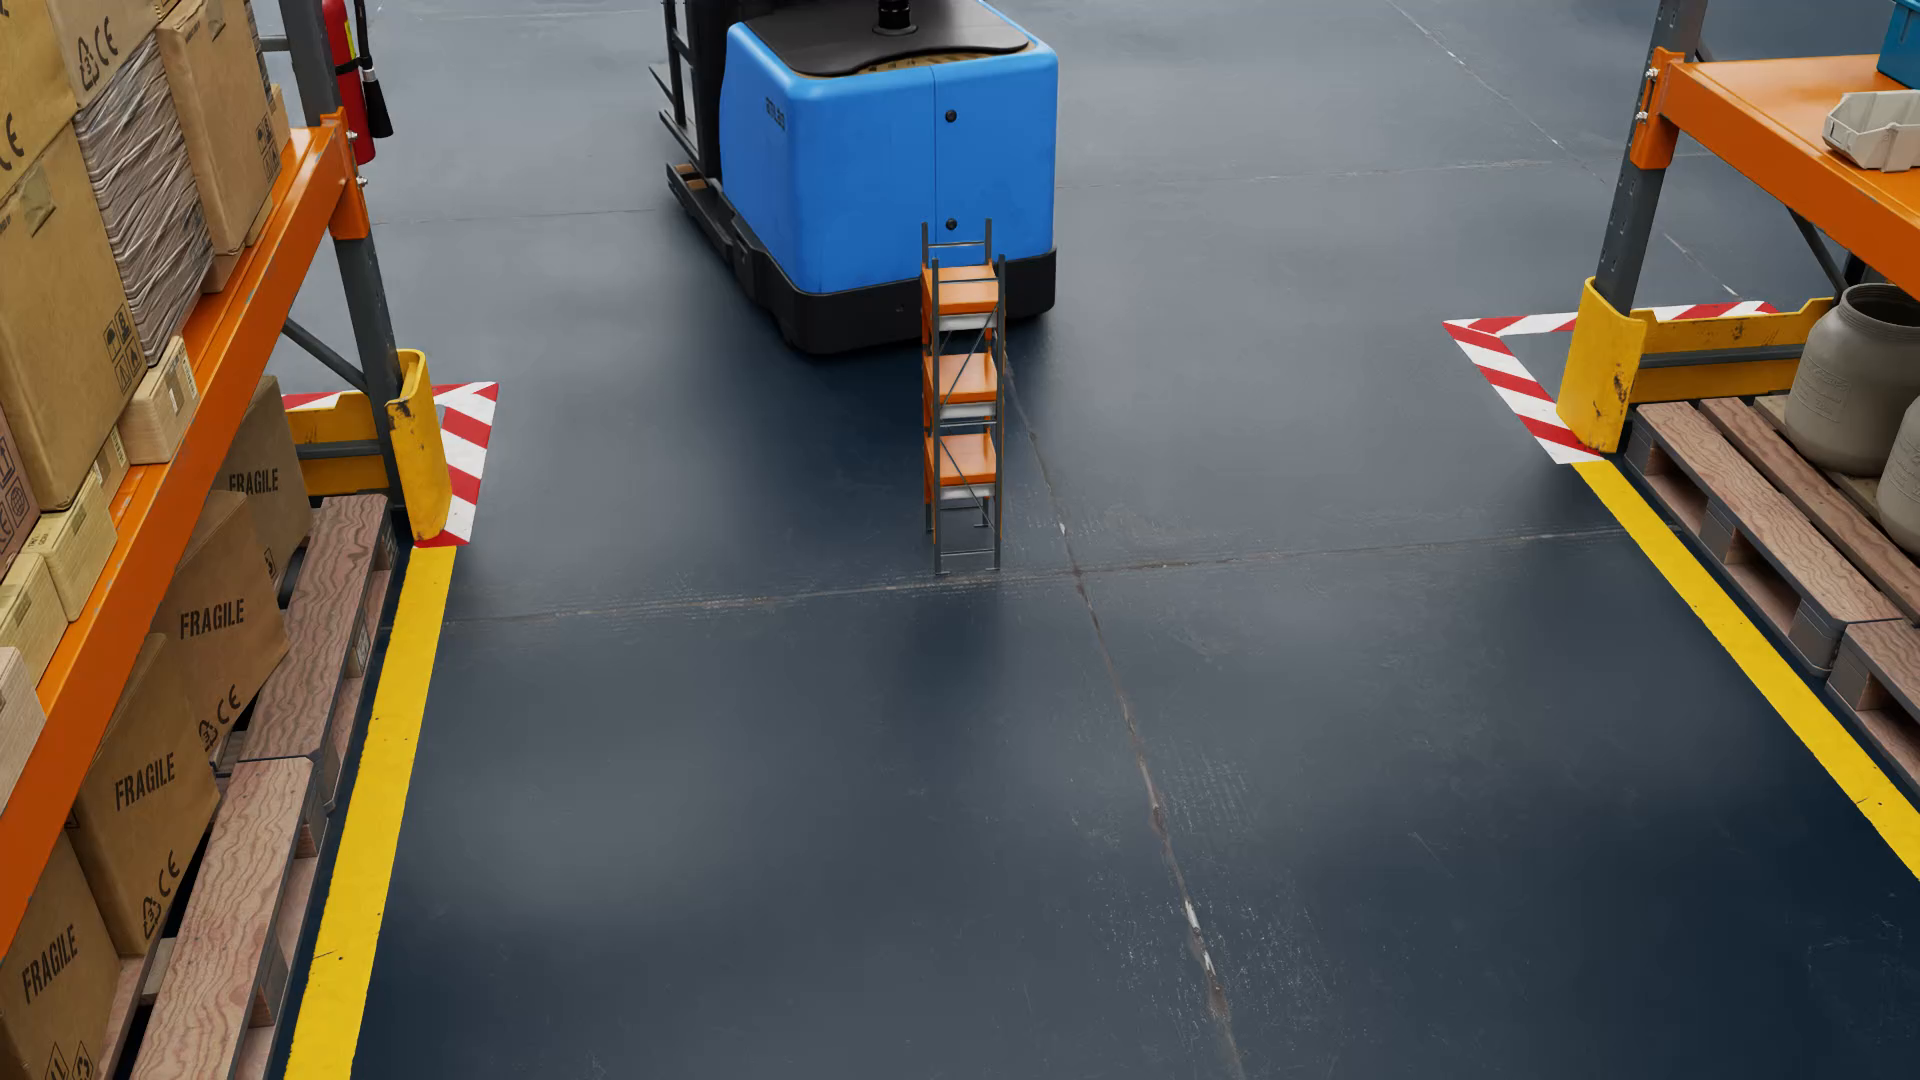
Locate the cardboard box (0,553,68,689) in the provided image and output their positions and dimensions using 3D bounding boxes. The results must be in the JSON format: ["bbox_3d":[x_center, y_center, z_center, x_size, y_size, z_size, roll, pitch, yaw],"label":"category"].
[{"bbox_3d":[-1.635,0.162,2.572,0.380,0.149,0.250,-4,35,-6],"label":"cardboard box"}]

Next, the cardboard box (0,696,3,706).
[{"bbox_3d":[-1.743,0.195,1.948,0.875,0.500,0.500,-4,35,-6],"label":"cardboard box"}]

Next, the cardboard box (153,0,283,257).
[{"bbox_3d":[-2.017,-0.921,3.585,0.875,0.500,0.500,-4,35,-6],"label":"cardboard box"}]

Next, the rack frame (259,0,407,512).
[{"bbox_3d":[-2.250,-1.336,4.547,1.000,3.000,0.127,-4,35,-6],"label":"rack frame"}]

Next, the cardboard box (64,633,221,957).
[{"bbox_3d":[-2.002,0.555,3.619,0.500,0.500,0.500,-1,34,-2],"label":"cardboard box"}]

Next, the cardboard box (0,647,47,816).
[{"bbox_3d":[-1.560,0.298,2.372,0.380,0.149,0.250,-4,35,-6],"label":"cardboard box"}]

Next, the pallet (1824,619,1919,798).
[{"bbox_3d":[2.980,0.613,4.163,1.003,0.211,1.213,-4,35,-6],"label":"pallet"}]

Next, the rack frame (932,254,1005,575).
[{"bbox_3d":[0.024,-0.336,4.811,0.200,1.050,0.008,-4,35,-6],"label":"rack frame"}]

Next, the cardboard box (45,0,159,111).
[{"bbox_3d":[-1.793,-1.067,2.912,0.500,0.500,0.500,-4,35,-6],"label":"cardboard box"}]

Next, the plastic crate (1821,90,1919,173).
[{"bbox_3d":[2.460,-1.078,4.403,0.298,0.136,0.250,-4,35,-6],"label":"plastic crate"}]

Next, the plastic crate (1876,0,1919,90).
[{"bbox_3d":[3.022,-1.393,4.762,0.499,0.251,0.616,-4,35,-6],"label":"plastic crate"}]

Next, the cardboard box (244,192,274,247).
[{"bbox_3d":[-1.889,-0.813,4.003,0.380,0.149,0.250,-4,35,-6],"label":"cardboard box"}]

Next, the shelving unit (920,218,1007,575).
[{"bbox_3d":[0.007,-0.404,4.911,0.215,1.050,0.252,-4,35,-6],"label":"shelving unit"}]

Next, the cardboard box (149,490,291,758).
[{"bbox_3d":[-2.068,0.204,4.133,0.500,0.500,0.500,4,35,6],"label":"cardboard box"}]

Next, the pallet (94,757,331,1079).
[{"bbox_3d":[-2.004,0.994,3.604,1.003,0.211,1.213,-4,35,-6],"label":"pallet"}]

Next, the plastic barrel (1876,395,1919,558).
[{"bbox_3d":[2.890,-0.215,4.738,0.421,0.512,0.421,0,34,0],"label":"plastic barrel"}]

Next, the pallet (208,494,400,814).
[{"bbox_3d":[-2.165,0.315,4.600,1.003,0.211,1.213,-4,35,-6],"label":"pallet"}]

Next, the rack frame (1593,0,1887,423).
[{"bbox_3d":[2.658,-1.711,5.097,1.000,3.000,0.127,-4,35,-6],"label":"rack frame"}]

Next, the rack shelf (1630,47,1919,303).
[{"bbox_3d":[2.927,-0.298,3.662,1.077,0.370,4.000,-4,35,-6],"label":"rack shelf"}]

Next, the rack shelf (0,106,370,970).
[{"bbox_3d":[-1.981,0.078,3.111,1.077,0.370,4.000,-4,35,-6],"label":"rack shelf"}]

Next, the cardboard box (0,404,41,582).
[{"bbox_3d":[-1.910,-0.077,2.346,0.875,0.500,0.500,-4,35,-6],"label":"cardboard box"}]

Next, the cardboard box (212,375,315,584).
[{"bbox_3d":[-2.182,-0.127,4.619,0.500,0.500,0.500,2,34,2],"label":"cardboard box"}]

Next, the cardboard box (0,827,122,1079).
[{"bbox_3d":[-1.972,0.870,3.157,0.500,0.500,0.500,-7,35,-11],"label":"cardboard box"}]

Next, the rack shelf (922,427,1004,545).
[{"bbox_3d":[0.007,-0.166,5.073,0.215,0.259,0.240,-4,35,-6],"label":"rack shelf"}]

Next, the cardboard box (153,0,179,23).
[{"bbox_3d":[-1.858,-1.346,3.321,0.500,0.500,0.500,-4,35,-6],"label":"cardboard box"}]

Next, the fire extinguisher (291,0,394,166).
[{"bbox_3d":[-1.808,-1.403,4.713,0.296,0.674,0.183,-4,35,-6],"label":"fire extinguisher"}]

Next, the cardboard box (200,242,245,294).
[{"bbox_3d":[-1.871,-0.673,3.797,0.380,0.149,0.250,-4,35,-6],"label":"cardboard box"}]

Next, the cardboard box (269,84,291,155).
[{"bbox_3d":[-2.007,-1.089,4.407,0.380,0.149,0.250,-4,35,-6],"label":"cardboard box"}]

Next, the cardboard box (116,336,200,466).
[{"bbox_3d":[-1.701,-0.259,3.190,0.380,0.149,0.250,-4,35,-6],"label":"cardboard box"}]

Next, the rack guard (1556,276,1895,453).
[{"bbox_3d":[2.715,-0.639,5.744,1.175,0.500,0.348,-4,35,-6],"label":"rack guard"}]

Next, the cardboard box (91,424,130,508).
[{"bbox_3d":[-1.736,-0.115,2.978,0.380,0.149,0.250,-4,35,-6],"label":"cardboard box"}]

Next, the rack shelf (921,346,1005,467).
[{"bbox_3d":[0.007,-0.395,4.916,0.215,0.259,0.240,-4,35,-6],"label":"rack shelf"}]

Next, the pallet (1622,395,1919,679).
[{"bbox_3d":[2.819,-0.066,5.159,1.003,0.211,1.213,-4,35,-6],"label":"pallet"}]

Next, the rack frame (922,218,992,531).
[{"bbox_3d":[-0.009,-0.472,5.010,0.200,1.050,0.008,-4,35,-6],"label":"rack frame"}]

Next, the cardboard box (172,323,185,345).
[{"bbox_3d":[-1.822,-0.392,3.385,0.380,0.149,0.250,-4,35,-6],"label":"cardboard box"}]

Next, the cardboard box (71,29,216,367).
[{"bbox_3d":[-1.992,-0.639,3.171,0.875,0.500,0.500,-4,35,-6],"label":"cardboard box"}]

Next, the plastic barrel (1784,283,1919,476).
[{"bbox_3d":[2.823,-0.495,5.149,0.421,0.512,0.421,0,34,0],"label":"plastic barrel"}]

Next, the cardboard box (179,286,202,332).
[{"bbox_3d":[-1.878,-0.530,3.587,0.380,0.149,0.250,-4,35,-6],"label":"cardboard box"}]

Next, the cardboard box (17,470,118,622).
[{"bbox_3d":[-1.657,0.021,2.778,0.380,0.149,0.250,-4,35,-6],"label":"cardboard box"}]

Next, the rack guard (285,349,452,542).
[{"bbox_3d":[-2.239,-0.260,5.188,1.175,0.500,0.348,-4,35,-6],"label":"rack guard"}]

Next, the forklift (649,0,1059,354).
[{"bbox_3d":[-0.667,-2.717,6.634,1.130,2.935,3.031,-13,36,-19],"label":"forklift"}]

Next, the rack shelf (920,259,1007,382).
[{"bbox_3d":[0.007,-0.630,4.757,0.215,0.259,0.240,-4,35,-6],"label":"rack shelf"}]

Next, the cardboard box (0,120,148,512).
[{"bbox_3d":[-1.937,-0.359,2.760,0.875,0.500,0.500,-4,35,-6],"label":"cardboard box"}]

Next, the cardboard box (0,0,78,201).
[{"bbox_3d":[-1.734,-0.788,2.501,0.500,0.500,0.500,-4,35,-6],"label":"cardboard box"}]

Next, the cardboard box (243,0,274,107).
[{"bbox_3d":[-2.203,-1.191,3.981,0.875,0.500,0.500,-4,35,-6],"label":"cardboard box"}]
